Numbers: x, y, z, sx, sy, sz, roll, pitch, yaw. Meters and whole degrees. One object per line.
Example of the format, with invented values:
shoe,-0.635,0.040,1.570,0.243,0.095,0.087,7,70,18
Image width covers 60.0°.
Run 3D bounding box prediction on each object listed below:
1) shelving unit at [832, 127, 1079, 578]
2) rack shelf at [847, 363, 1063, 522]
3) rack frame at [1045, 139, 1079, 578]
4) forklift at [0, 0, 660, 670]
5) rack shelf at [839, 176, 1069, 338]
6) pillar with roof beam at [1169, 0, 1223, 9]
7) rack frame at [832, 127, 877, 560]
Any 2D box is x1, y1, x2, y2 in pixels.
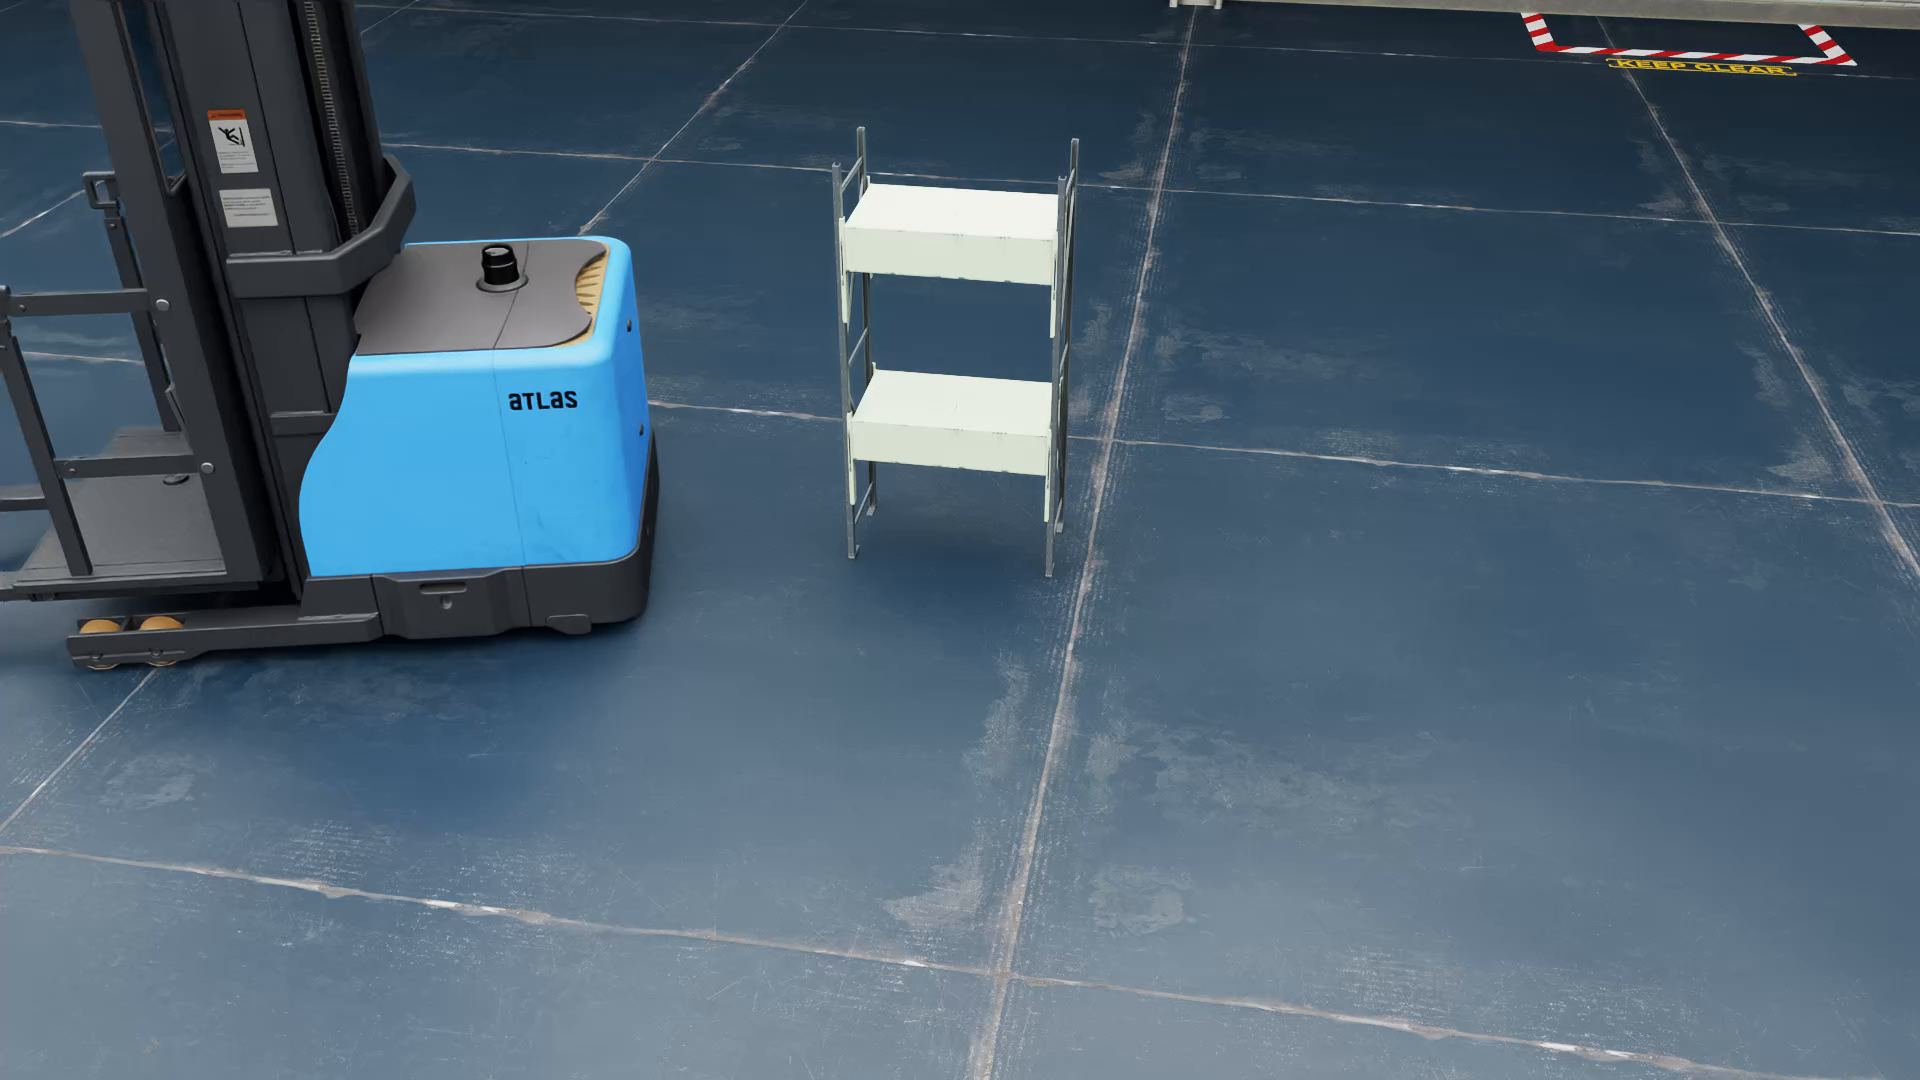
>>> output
shelving unit,-0.007,-0.636,5.853,0.755,1.500,0.431,5,32,8
rack shelf,-0.007,-0.360,6.026,0.720,0.370,0.431,5,32,8
rack frame,0.354,-0.604,5.801,0.023,1.500,0.400,5,32,8
forklift,-2.634,-1.104,5.251,3.031,2.935,1.130,-3,32,-5
rack shelf,-0.007,-0.967,5.646,0.720,0.370,0.431,5,32,8
pillar with roof beam,1.112,-5.736,6.932,0.400,9.000,9.100,5,32,8
rack frame,-0.367,-0.669,5.905,0.023,1.500,0.400,5,32,8
